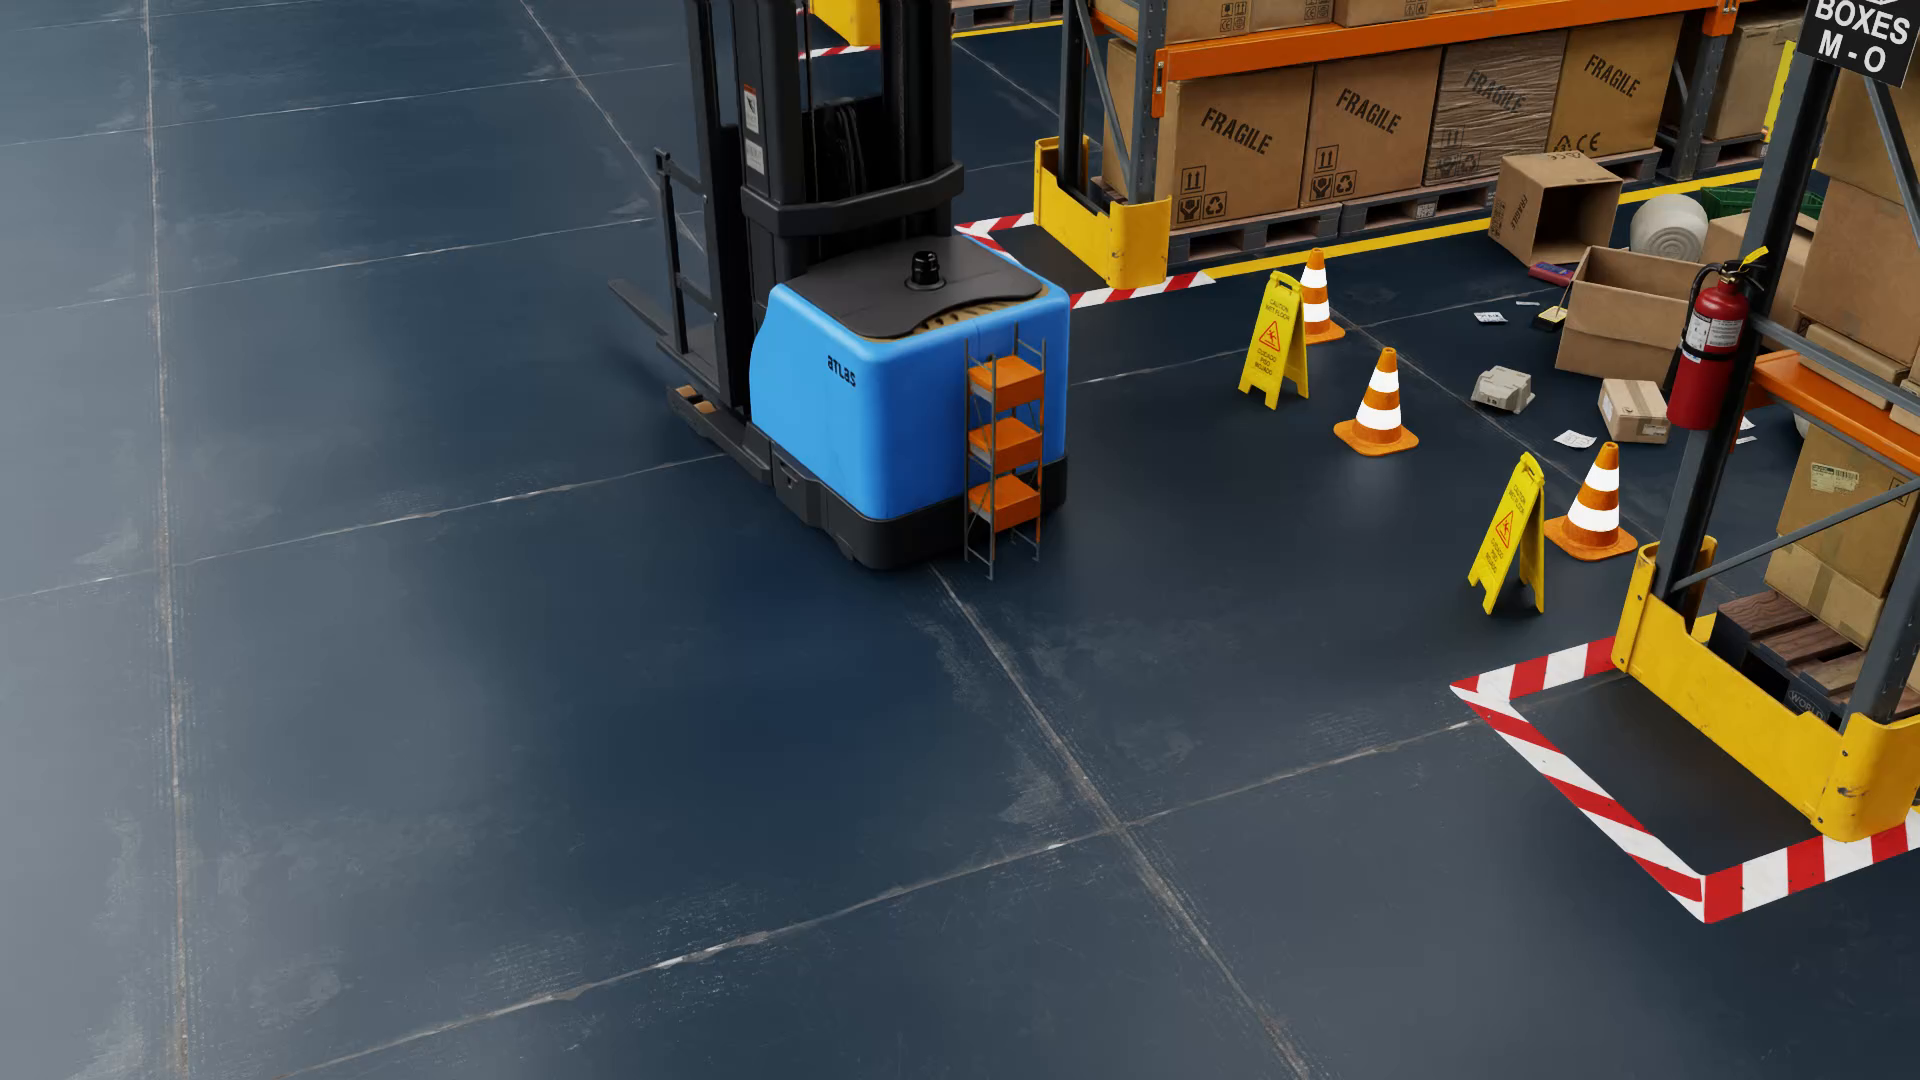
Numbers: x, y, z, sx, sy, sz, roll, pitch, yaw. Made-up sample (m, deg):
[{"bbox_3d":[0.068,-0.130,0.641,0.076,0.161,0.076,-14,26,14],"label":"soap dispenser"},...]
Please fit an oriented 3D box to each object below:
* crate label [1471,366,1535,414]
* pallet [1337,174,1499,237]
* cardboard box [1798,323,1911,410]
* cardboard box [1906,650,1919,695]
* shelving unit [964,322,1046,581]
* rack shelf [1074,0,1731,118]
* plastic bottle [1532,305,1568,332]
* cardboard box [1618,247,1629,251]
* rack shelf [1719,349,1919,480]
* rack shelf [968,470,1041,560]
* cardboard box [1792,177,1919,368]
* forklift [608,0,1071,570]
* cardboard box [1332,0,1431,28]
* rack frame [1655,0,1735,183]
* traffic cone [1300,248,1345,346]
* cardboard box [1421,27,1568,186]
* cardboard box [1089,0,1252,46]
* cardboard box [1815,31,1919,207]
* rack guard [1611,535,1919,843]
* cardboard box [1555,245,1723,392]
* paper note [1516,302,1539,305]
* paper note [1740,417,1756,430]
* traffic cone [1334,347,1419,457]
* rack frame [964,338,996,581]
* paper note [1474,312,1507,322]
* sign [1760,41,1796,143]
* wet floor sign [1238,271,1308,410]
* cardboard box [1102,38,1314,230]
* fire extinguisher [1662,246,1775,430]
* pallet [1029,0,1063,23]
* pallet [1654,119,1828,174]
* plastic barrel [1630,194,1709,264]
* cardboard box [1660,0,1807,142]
[{"bbox_3d":[2.704,-0.753,8.281,0.250,0.136,0.298,23,39,30],"label":"crate label"},{"bbox_3d":[2.670,-2.292,10.579,1.213,0.211,1.003,-13,35,-19],"label":"pallet"},{"bbox_3d":[3.112,-0.611,5.668,0.250,0.149,0.380,-12,35,-17],"label":"cardboard box"},{"bbox_3d":[3.700,0.416,5.997,0.500,0.250,0.500,-13,35,-19],"label":"cardboard box"},{"bbox_3d":[0.179,-0.350,6.825,0.252,1.050,0.215,-21,39,-29],"label":"shelving unit"},{"bbox_3d":[2.684,-3.118,9.951,4.000,0.370,1.077,-13,35,-19],"label":"rack shelf"},{"bbox_3d":[3.252,-1.217,9.064,0.283,0.061,0.133,-27,42,-35],"label":"plastic bottle"},{"bbox_3d":[3.656,-1.407,9.168,0.258,0.266,0.396,-7,34,-11],"label":"cardboard box"},{"bbox_3d":[4.694,-0.650,6.158,4.000,0.370,1.077,-13,35,-19],"label":"rack shelf"},{"bbox_3d":[0.179,-0.108,6.982,0.240,0.259,0.215,-21,39,-29],"label":"rack shelf"},{"bbox_3d":[3.243,-0.949,5.594,0.500,0.500,0.500,-14,35,-20],"label":"cardboard box"},{"bbox_3d":[-0.773,-1.863,7.426,1.130,2.935,3.031,-21,38,-28],"label":"forklift"},{"bbox_3d":[2.228,-3.343,9.500,0.550,0.550,0.875,-13,35,-19],"label":"cardboard box"},{"bbox_3d":[4.528,-3.842,10.404,0.127,3.000,1.000,-13,35,-19],"label":"rack frame"},{"bbox_3d":[1.880,-1.332,8.873,0.334,0.463,0.336,-13,35,-19],"label":"traffic cone"},{"bbox_3d":[3.092,-2.837,10.423,0.875,0.875,0.875,-13,35,-19],"label":"cardboard box"},{"bbox_3d":[1.165,-3.161,9.220,0.550,0.550,0.875,-13,35,-19],"label":"cardboard box"},{"bbox_3d":[3.236,-1.333,5.267,0.500,0.500,0.700,-14,35,-20],"label":"cardboard box"},{"bbox_3d":[2.920,0.502,6.020,0.348,0.500,1.175,-13,35,-19],"label":"rack guard"},{"bbox_3d":[3.489,-1.127,8.521,0.797,0.503,0.637,16,36,23],"label":"cardboard box"},{"bbox_3d":[3.165,-1.318,9.267,0.123,0.001,0.032,4,33,6],"label":"paper note"},{"bbox_3d":[3.792,-0.585,8.131,0.142,0.019,0.148,-2,33,-2],"label":"paper note"},{"bbox_3d":[2.003,-0.692,7.889,0.334,0.463,0.336,-13,35,-19],"label":"traffic cone"},{"bbox_3d":[0.080,-0.311,6.766,0.008,1.050,0.200,-21,39,-29],"label":"rack frame"},{"bbox_3d":[2.905,-1.220,9.099,0.142,0.017,0.144,-2,33,-2],"label":"paper note"},{"bbox_3d":[2.653,-1.430,5.347,0.005,0.325,0.100,-13,35,-19],"label":"sign"},{"bbox_3d":[1.580,-1.009,8.208,0.232,0.644,0.267,-19,38,-27],"label":"wet floor sign"},{"bbox_3d":[1.440,-2.459,9.842,0.875,0.875,0.875,-13,35,-19],"label":"cardboard box"},{"bbox_3d":[2.566,-0.705,5.653,0.183,0.674,0.296,-13,35,-19],"label":"fire extinguisher"},{"bbox_3d":[0.969,-4.769,14.386,1.213,0.211,1.003,-13,35,-19],"label":"pallet"},{"bbox_3d":[5.211,-2.874,11.473,1.213,0.211,1.003,-13,35,-19],"label":"pallet"},{"bbox_3d":[4.076,-1.751,9.553,0.421,0.421,0.512,10,34,14],"label":"plastic barrel"},{"bbox_3d":[5.066,-3.251,11.174,0.750,0.750,1.050,-13,35,-19],"label":"cardboard box"}]
